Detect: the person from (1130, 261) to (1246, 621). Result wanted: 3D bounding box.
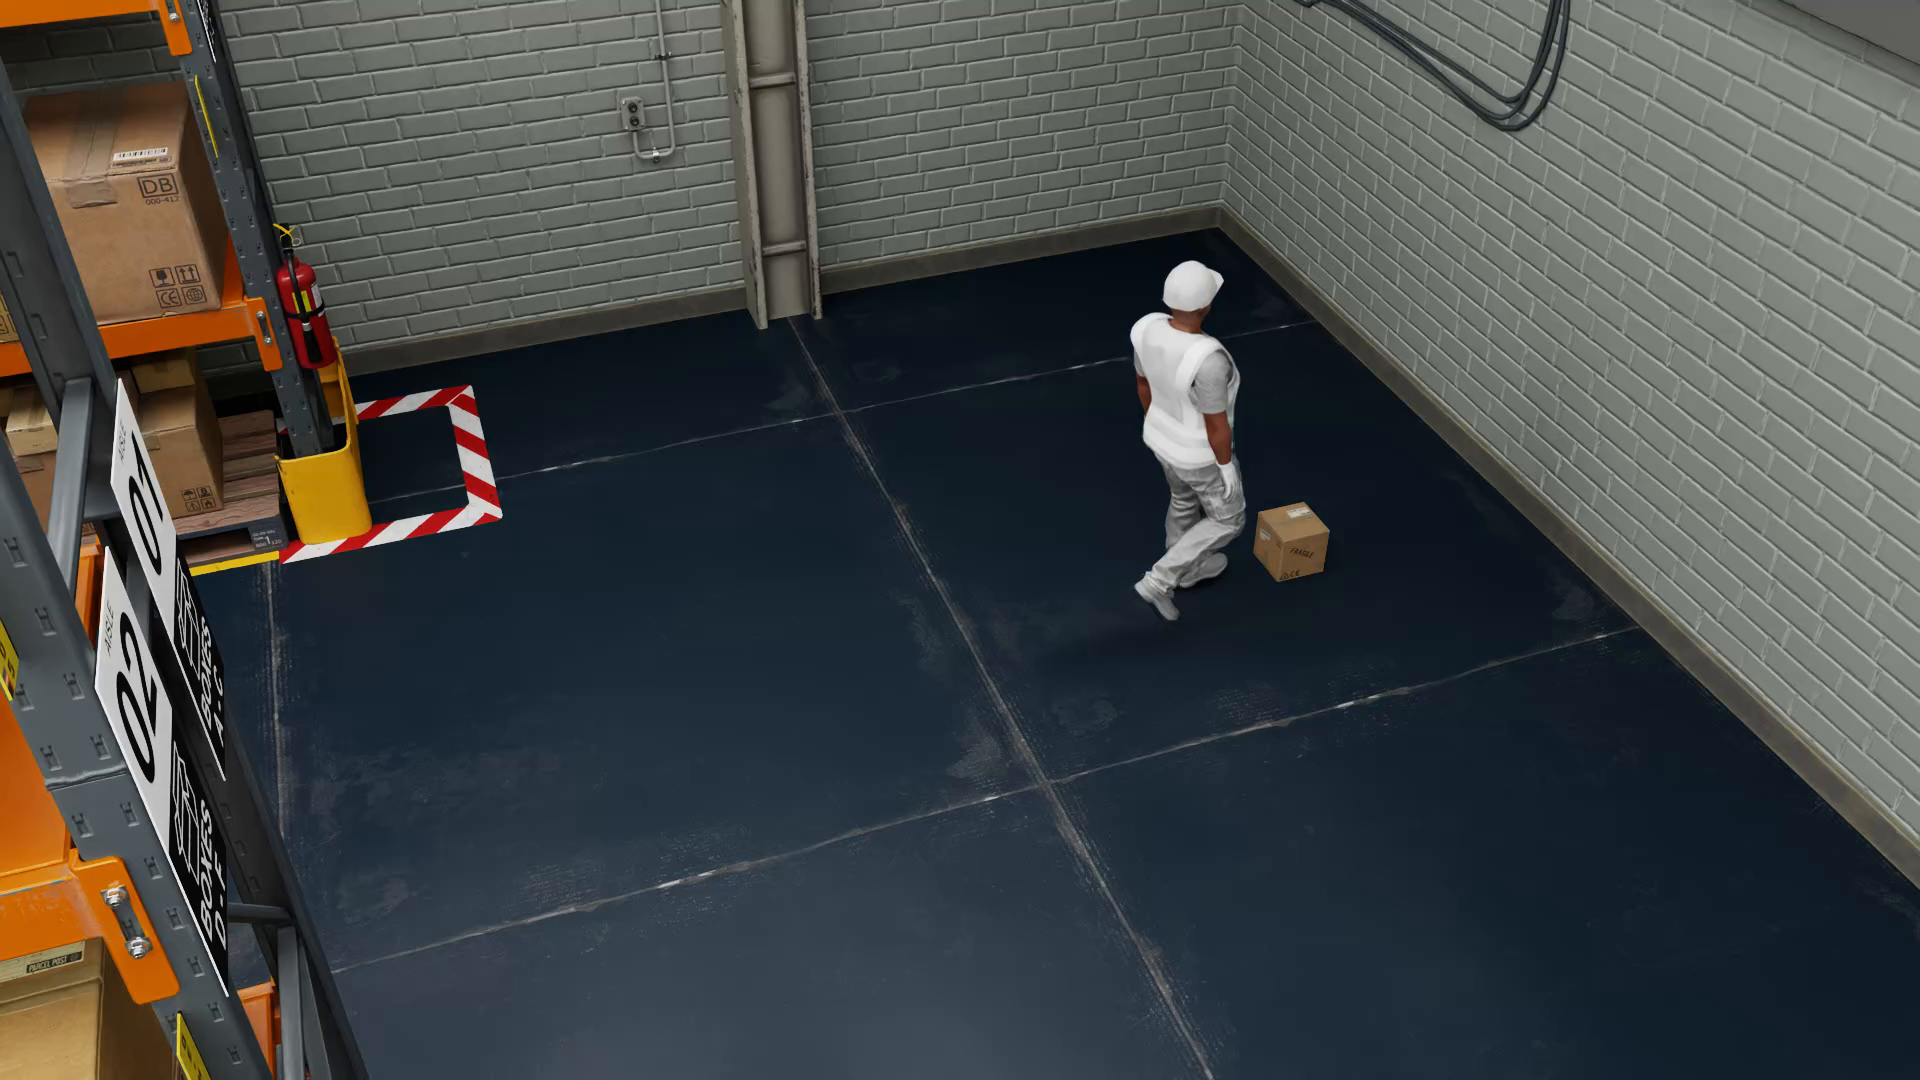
[{"bbox_3d":[1.031,-0.433,7.297,0.697,1.774,0.592,-20,42,-24],"label":"person"}]
